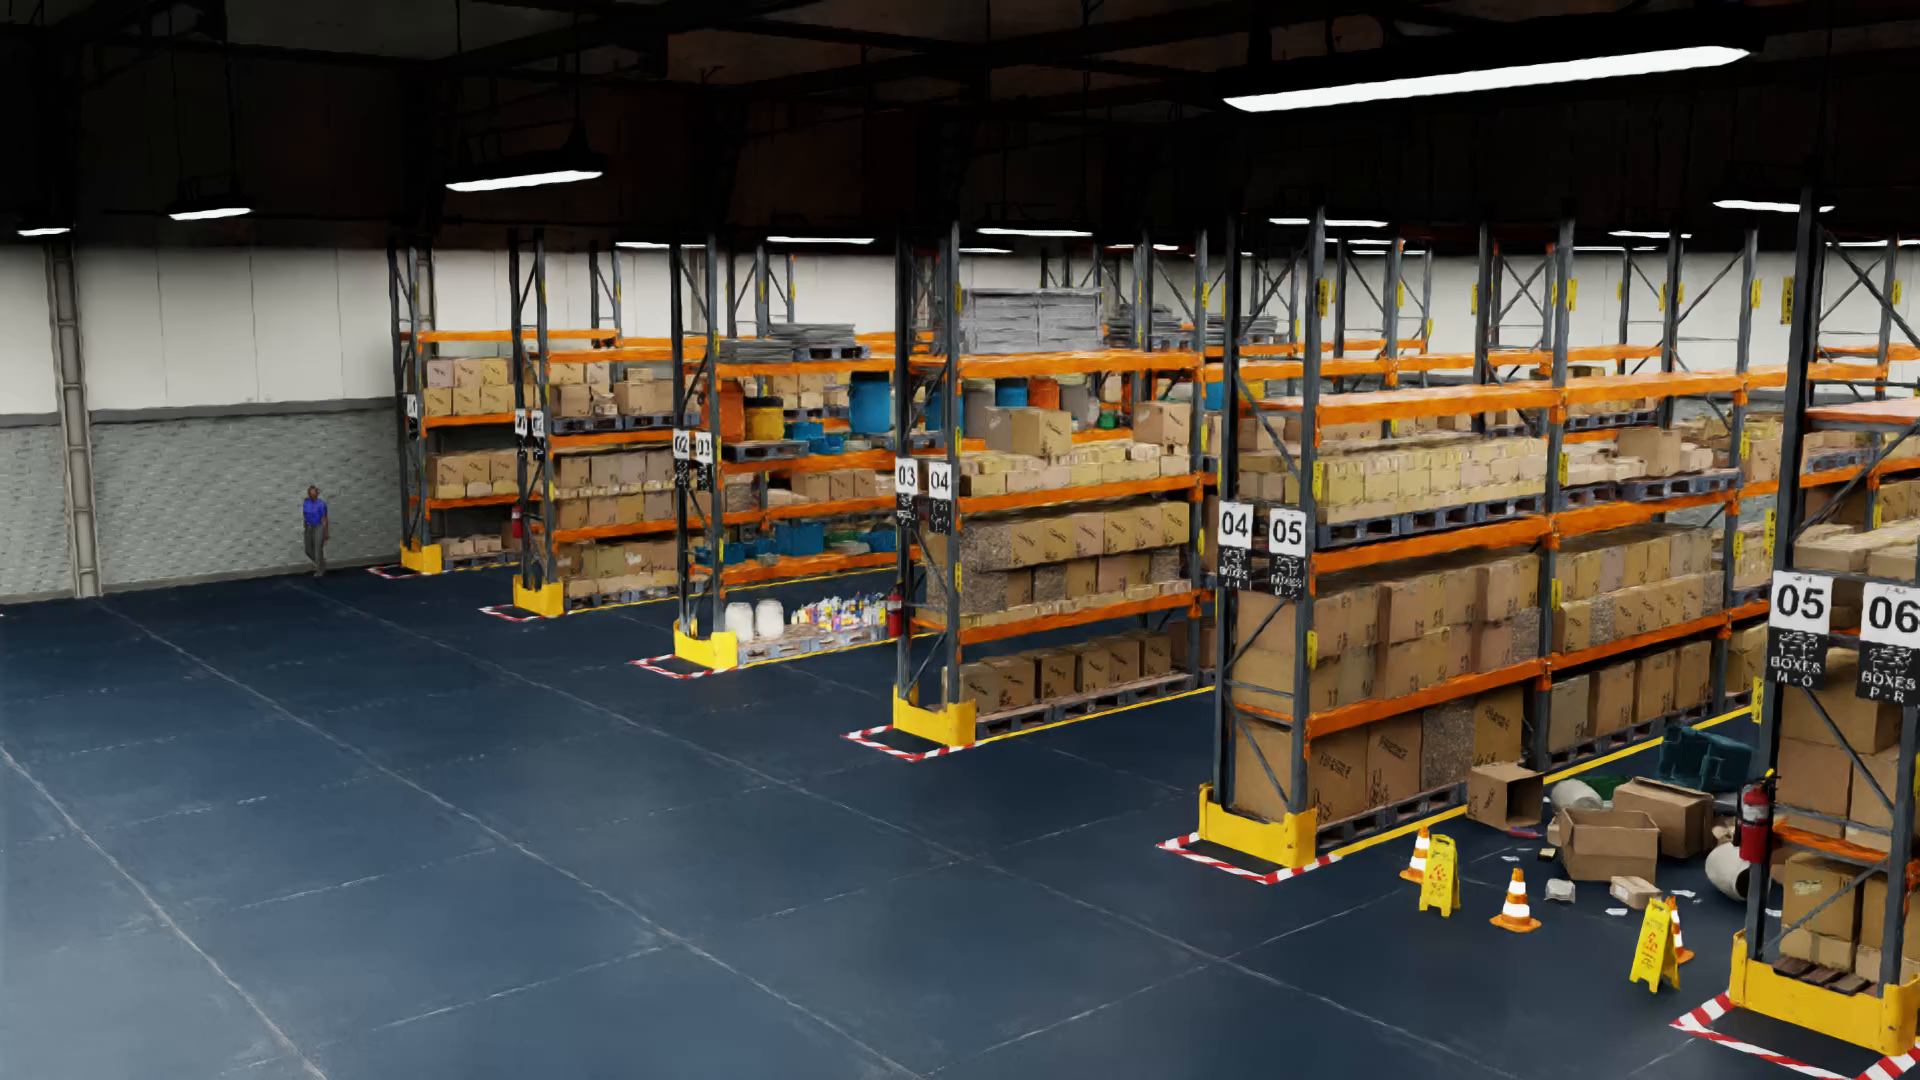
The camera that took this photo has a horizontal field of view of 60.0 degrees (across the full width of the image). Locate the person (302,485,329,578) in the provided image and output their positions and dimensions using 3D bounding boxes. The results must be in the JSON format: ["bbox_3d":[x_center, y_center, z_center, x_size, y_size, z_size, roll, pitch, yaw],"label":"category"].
[{"bbox_3d":[-11.429,-0.178,29.570,0.517,1.646,0.528,2,9,13],"label":"person"}]
